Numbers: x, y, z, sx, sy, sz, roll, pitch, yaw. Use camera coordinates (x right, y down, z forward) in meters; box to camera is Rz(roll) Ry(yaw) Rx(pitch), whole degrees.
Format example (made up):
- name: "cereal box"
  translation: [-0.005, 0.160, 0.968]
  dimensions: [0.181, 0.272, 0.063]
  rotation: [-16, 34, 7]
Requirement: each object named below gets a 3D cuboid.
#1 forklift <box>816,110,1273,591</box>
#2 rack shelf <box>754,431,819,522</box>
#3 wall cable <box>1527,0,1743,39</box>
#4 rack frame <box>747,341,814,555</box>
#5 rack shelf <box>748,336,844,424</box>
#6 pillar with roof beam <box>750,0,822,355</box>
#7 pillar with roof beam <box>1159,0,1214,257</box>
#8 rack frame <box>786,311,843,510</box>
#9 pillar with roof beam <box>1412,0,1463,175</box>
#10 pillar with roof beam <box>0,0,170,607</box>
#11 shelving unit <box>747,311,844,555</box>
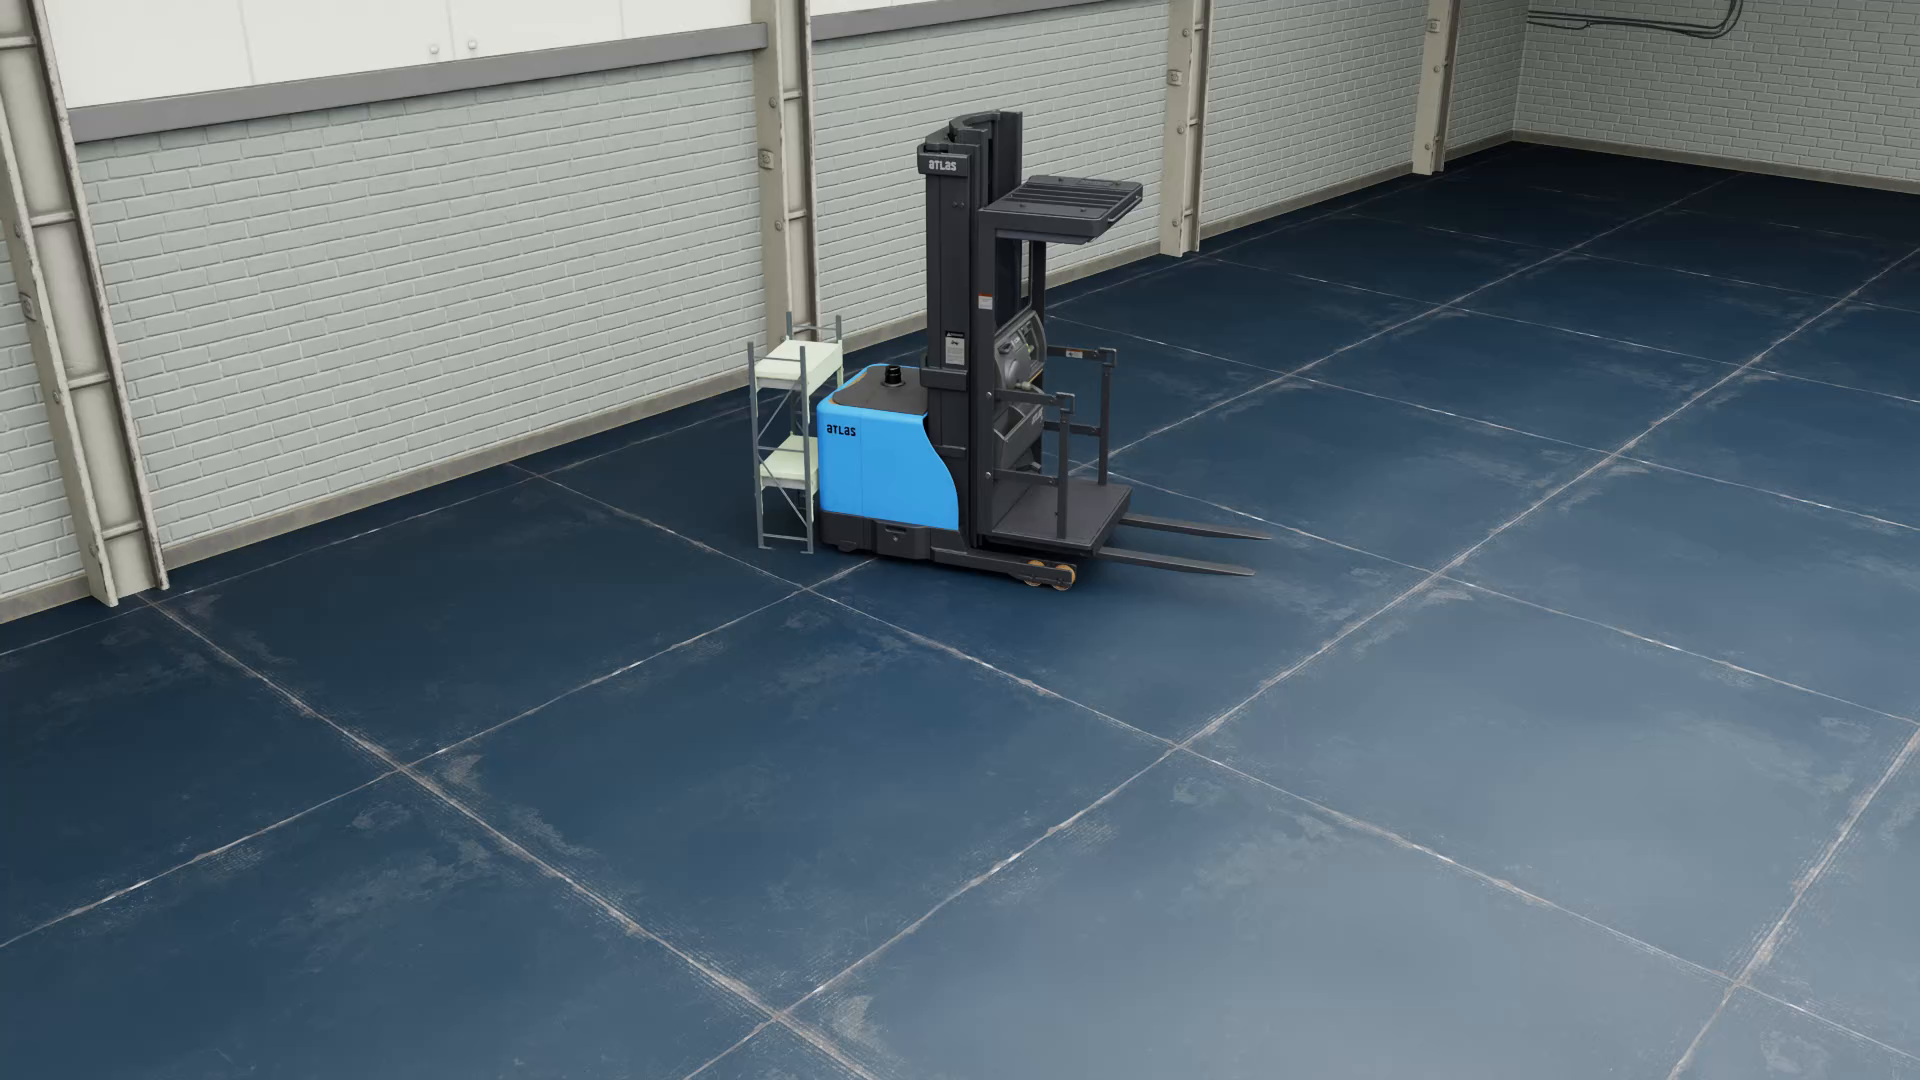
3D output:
- name: "forklift"
  translation: [0.587, -1.249, 10.953]
  dimensions: [3.031, 2.935, 1.130]
  rotation: [9, 26, 18]
- name: "rack shelf"
  translation: [-1.118, -0.456, 11.731]
  dimensions: [0.431, 0.370, 0.720]
  rotation: [6, 25, 14]
- name: "wall cable"
  translation: [9.472, -8.377, 23.229]
  dimensions: [3.097, 2.526, 0.112]
  rotation: [20, 31, 38]
- name: "rack frame"
  translation: [-1.212, -0.609, 11.275]
  dimensions: [0.400, 1.500, 0.023]
  rotation: [6, 25, 14]
- name: "rack shelf"
  translation: [-1.118, -1.110, 11.438]
  dimensions: [0.431, 0.370, 0.720]
  rotation: [6, 25, 14]
- name: "pillar with roof beam"
  translation: [1.718, -4.425, 10.621]
  dimensions: [9.100, 9.000, 0.400]
  rotation: [20, 31, 38]
- name: "pillar with roof beam"
  translation: [5.722, -6.253, 14.698]
  dimensions: [9.100, 9.000, 0.400]
  rotation: [20, 31, 38]
- name: "rack frame"
  translation: [-1.023, -0.898, 11.920]
  dimensions: [0.400, 1.500, 0.023]
  rotation: [6, 25, 14]
- name: "pillar with roof beam"
  translation: [9.727, -8.082, 18.775]
  dimensions: [9.100, 9.000, 0.400]
  rotation: [20, 31, 38]
- name: "pillar with roof beam"
  translation: [-2.287, -2.597, 6.544]
  dimensions: [9.100, 9.000, 0.400]
  rotation: [20, 31, 38]
- name: "shelving unit"
  translation: [-1.118, -0.753, 11.597]
  dimensions: [0.431, 1.500, 0.755]
  rotation: [6, 25, 14]
